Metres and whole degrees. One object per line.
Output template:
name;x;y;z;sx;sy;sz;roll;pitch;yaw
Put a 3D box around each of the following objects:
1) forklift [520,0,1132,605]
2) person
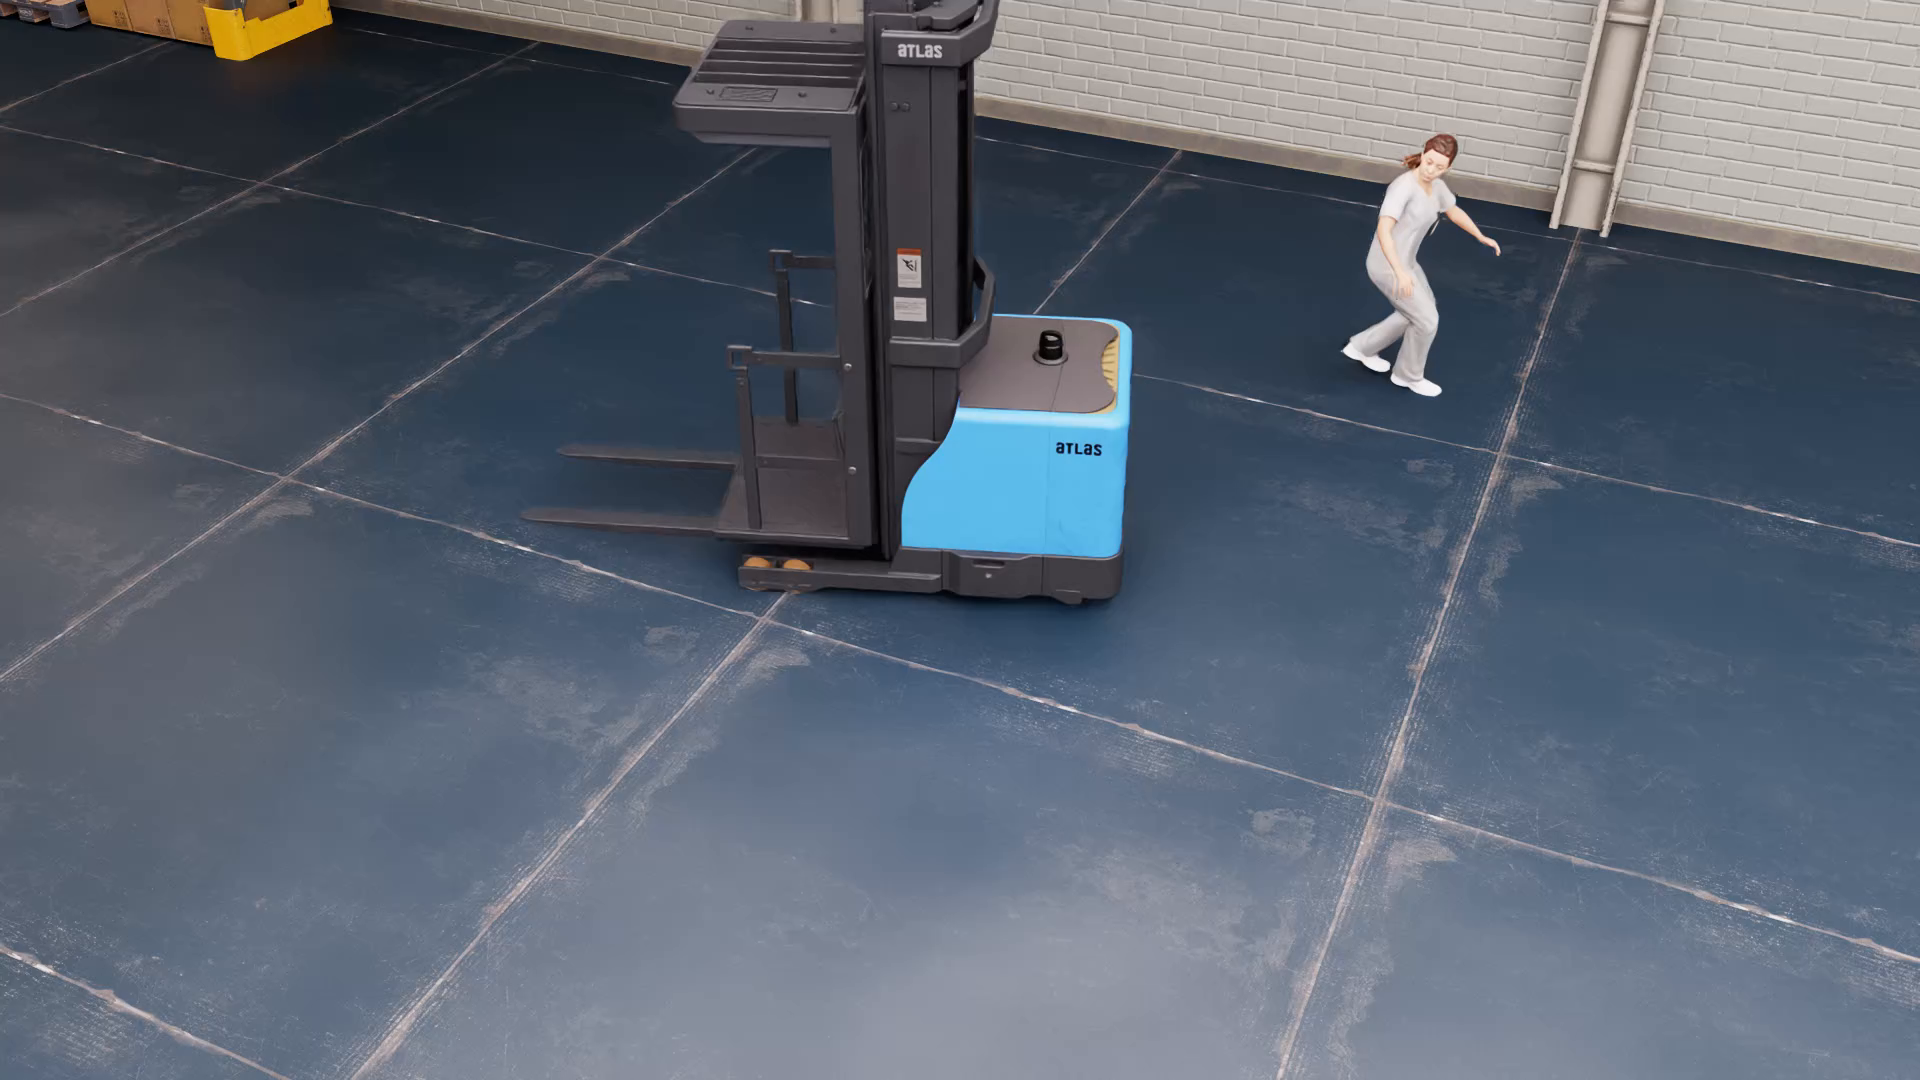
forklift;-0.680;-1.231;7.812;3.031;2.935;1.130;3;36;5
person;2.607;-1.521;9.411;0.764;1.551;0.753;18;39;23
